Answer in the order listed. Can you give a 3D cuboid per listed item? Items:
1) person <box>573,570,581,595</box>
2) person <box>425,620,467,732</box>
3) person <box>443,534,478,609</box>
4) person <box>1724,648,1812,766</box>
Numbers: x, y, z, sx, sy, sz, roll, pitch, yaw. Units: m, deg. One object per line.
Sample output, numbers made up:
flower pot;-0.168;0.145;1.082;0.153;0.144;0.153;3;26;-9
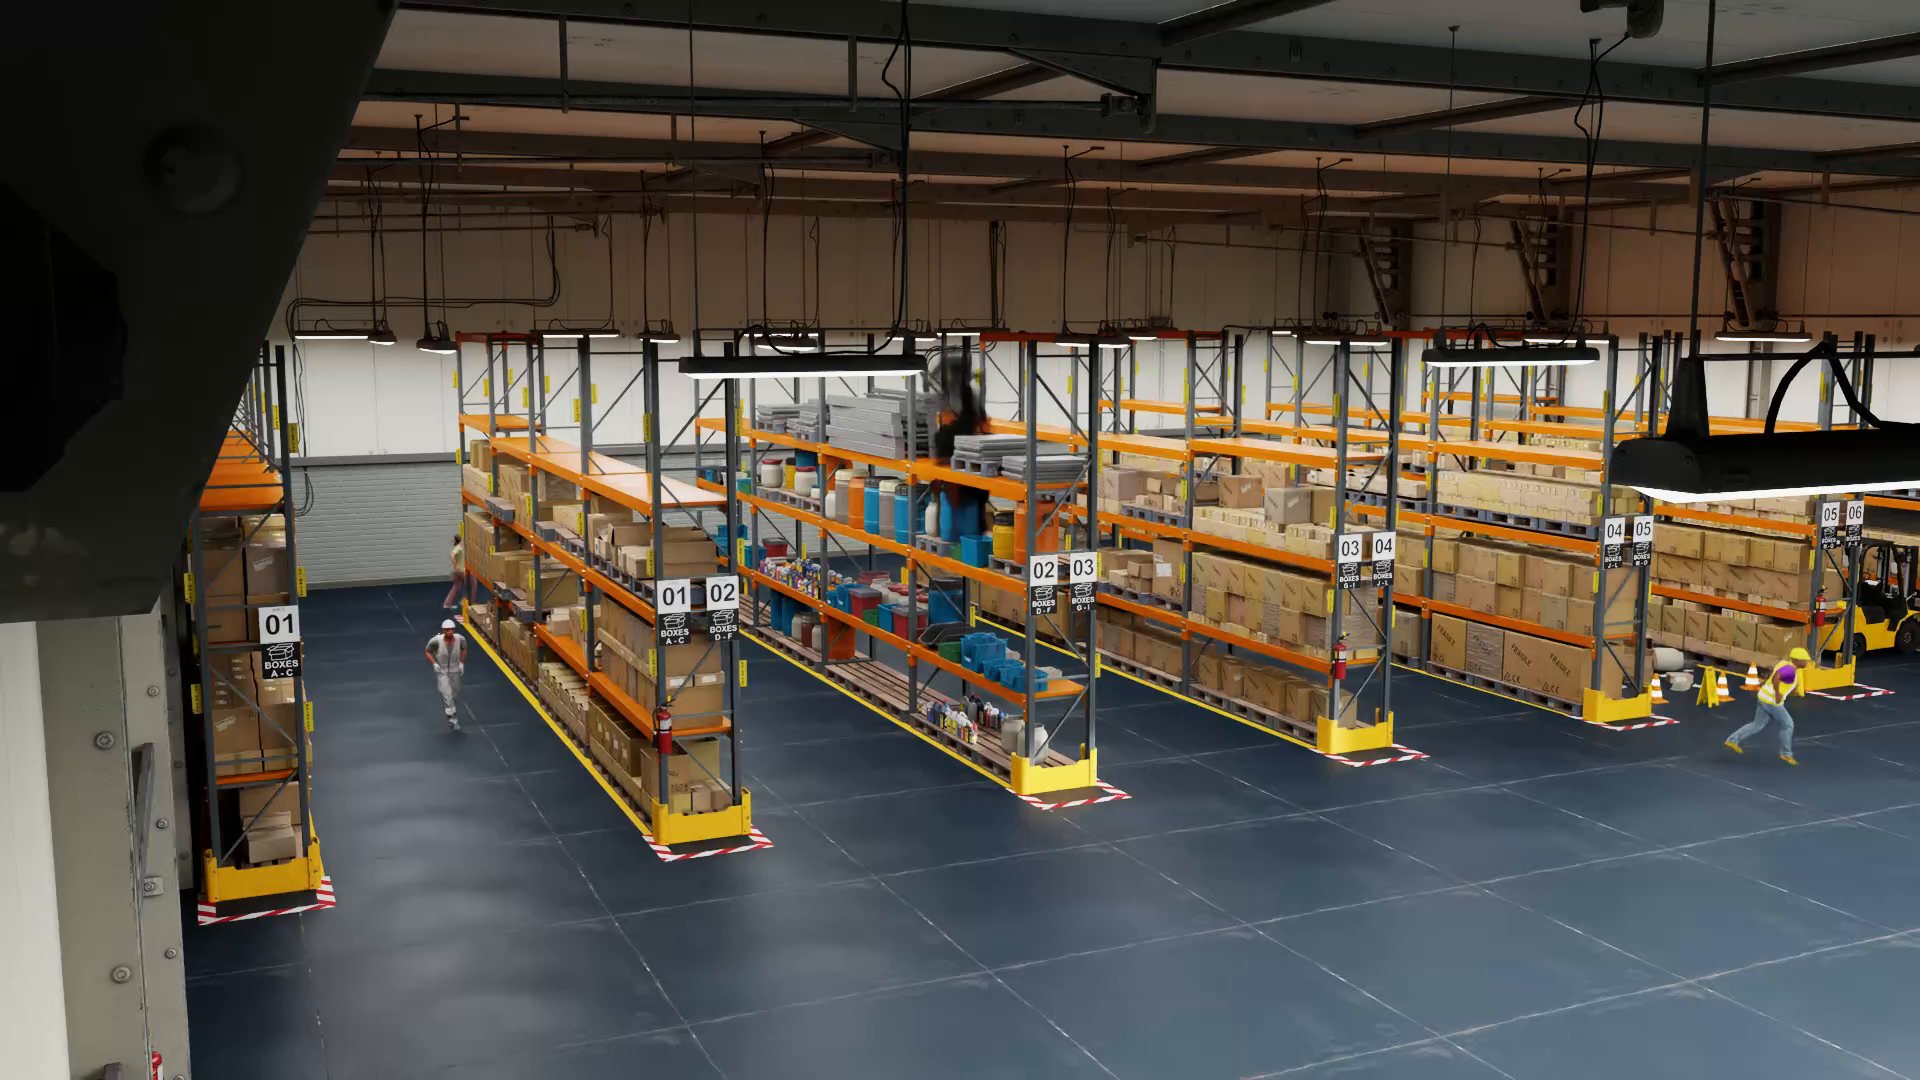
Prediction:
person;-8.406;0.747;35.500;0.612;1.662;0.668;2;8;16
person;-7.927;2.036;25.668;0.632;1.731;0.896;-4;9;-25
person;-10.755;0.708;35.693;0.730;1.685;0.585;-4;9;-28
person;11.451;2.357;23.576;1.060;1.716;0.746;2;8;18
